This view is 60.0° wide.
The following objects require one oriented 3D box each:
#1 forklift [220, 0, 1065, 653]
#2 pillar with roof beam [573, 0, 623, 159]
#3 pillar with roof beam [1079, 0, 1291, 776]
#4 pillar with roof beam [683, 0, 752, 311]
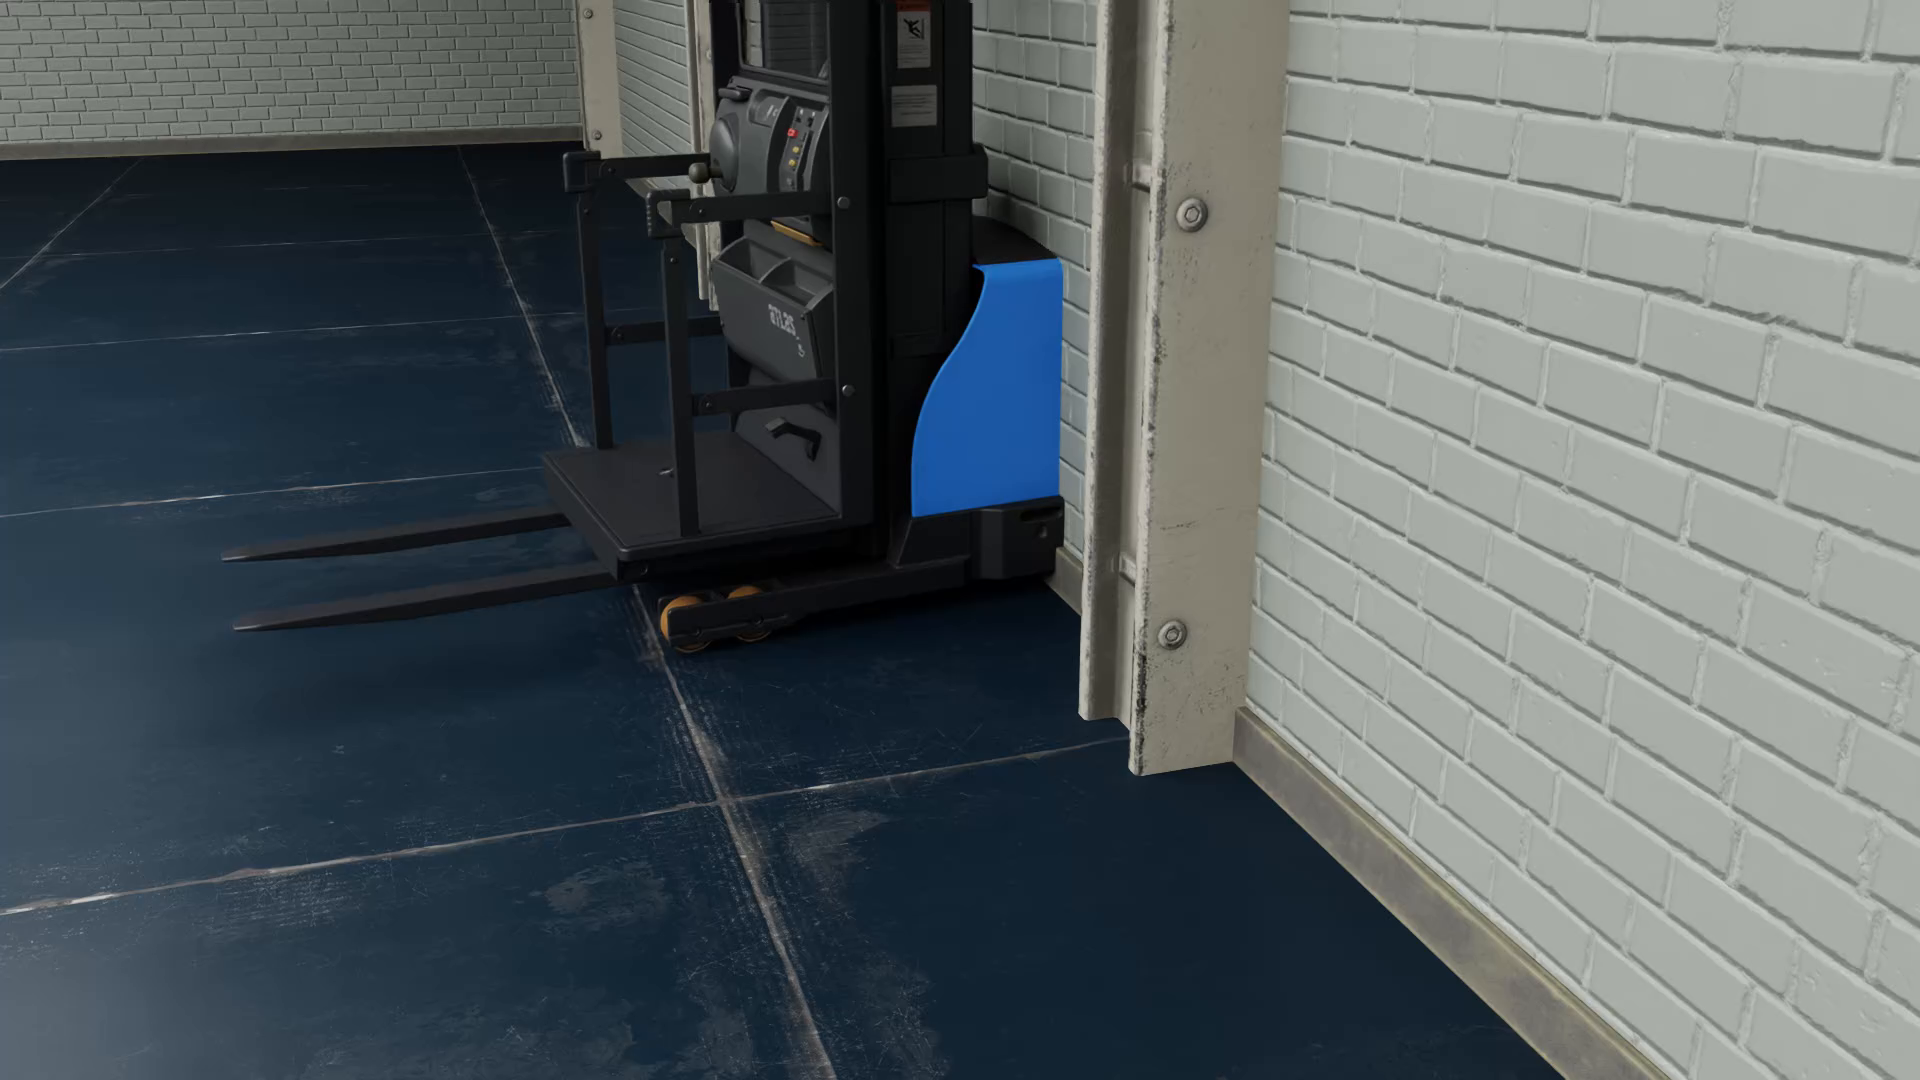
[{"bbox_3d":[-0.775,-1.245,5.048,3.031,2.935,1.130,-9,22,-24],"label":"forklift"},{"bbox_3d":[-7.325,-7.106,12.388,9.100,9.000,0.400,-6,21,-17],"label":"pillar with roof beam"},{"bbox_3d":[-3.553,-3.255,1.667,9.100,9.000,0.400,-6,21,-17],"label":"pillar with roof beam"},{"bbox_3d":[-5.439,-5.181,7.028,9.100,9.000,0.400,-6,21,-17],"label":"pillar with roof beam"}]
